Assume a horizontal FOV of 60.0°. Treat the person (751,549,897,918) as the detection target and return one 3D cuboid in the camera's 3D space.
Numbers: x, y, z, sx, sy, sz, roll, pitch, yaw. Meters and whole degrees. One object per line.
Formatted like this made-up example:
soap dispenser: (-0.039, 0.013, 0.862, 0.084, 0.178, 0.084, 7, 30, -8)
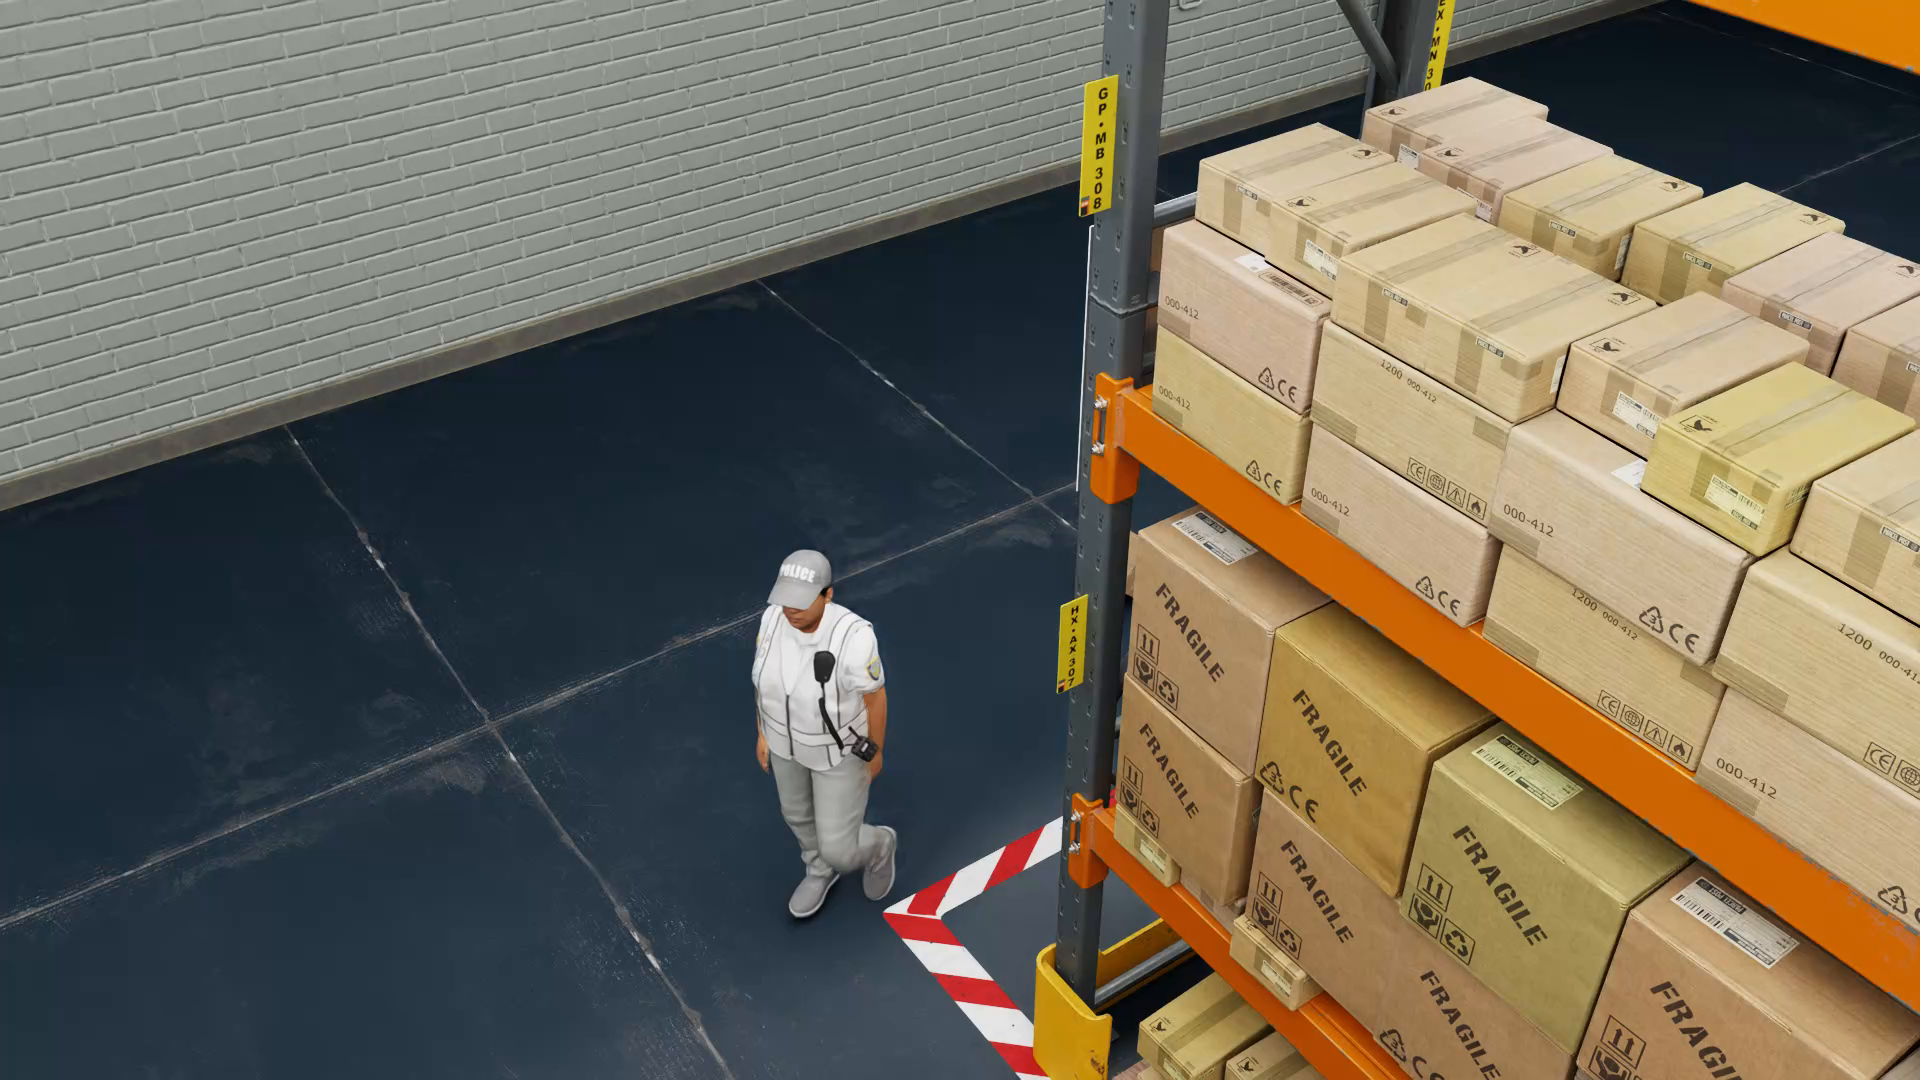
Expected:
person: (-0.508, 0.730, 5.975, 0.487, 1.667, 0.442, 19, 40, 23)
